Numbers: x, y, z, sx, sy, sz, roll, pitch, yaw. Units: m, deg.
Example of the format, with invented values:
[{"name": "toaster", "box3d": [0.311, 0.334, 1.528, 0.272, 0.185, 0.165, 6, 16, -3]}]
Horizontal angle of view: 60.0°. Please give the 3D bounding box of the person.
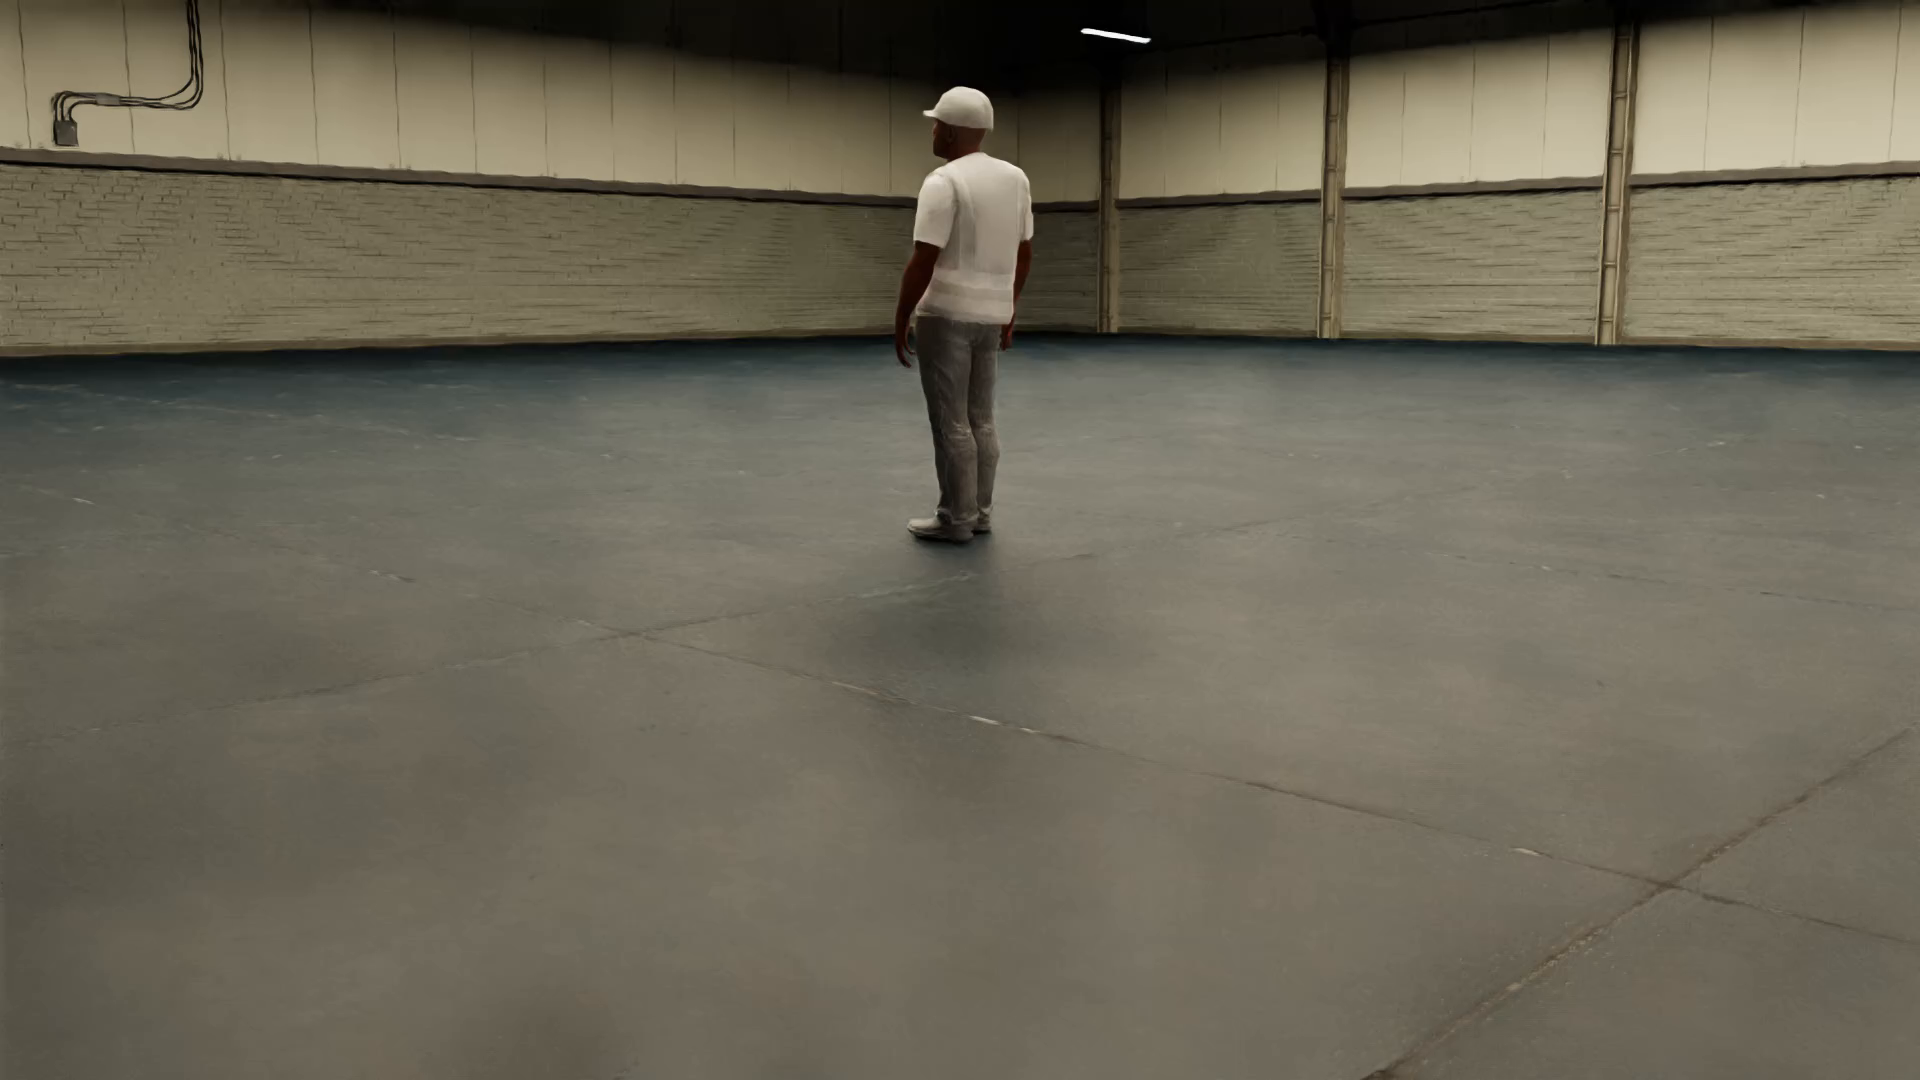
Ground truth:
[{"name": "person", "box3d": [-0.046, -0.888, 6.637, 0.576, 1.766, 0.665, 8, 12, 43]}]
